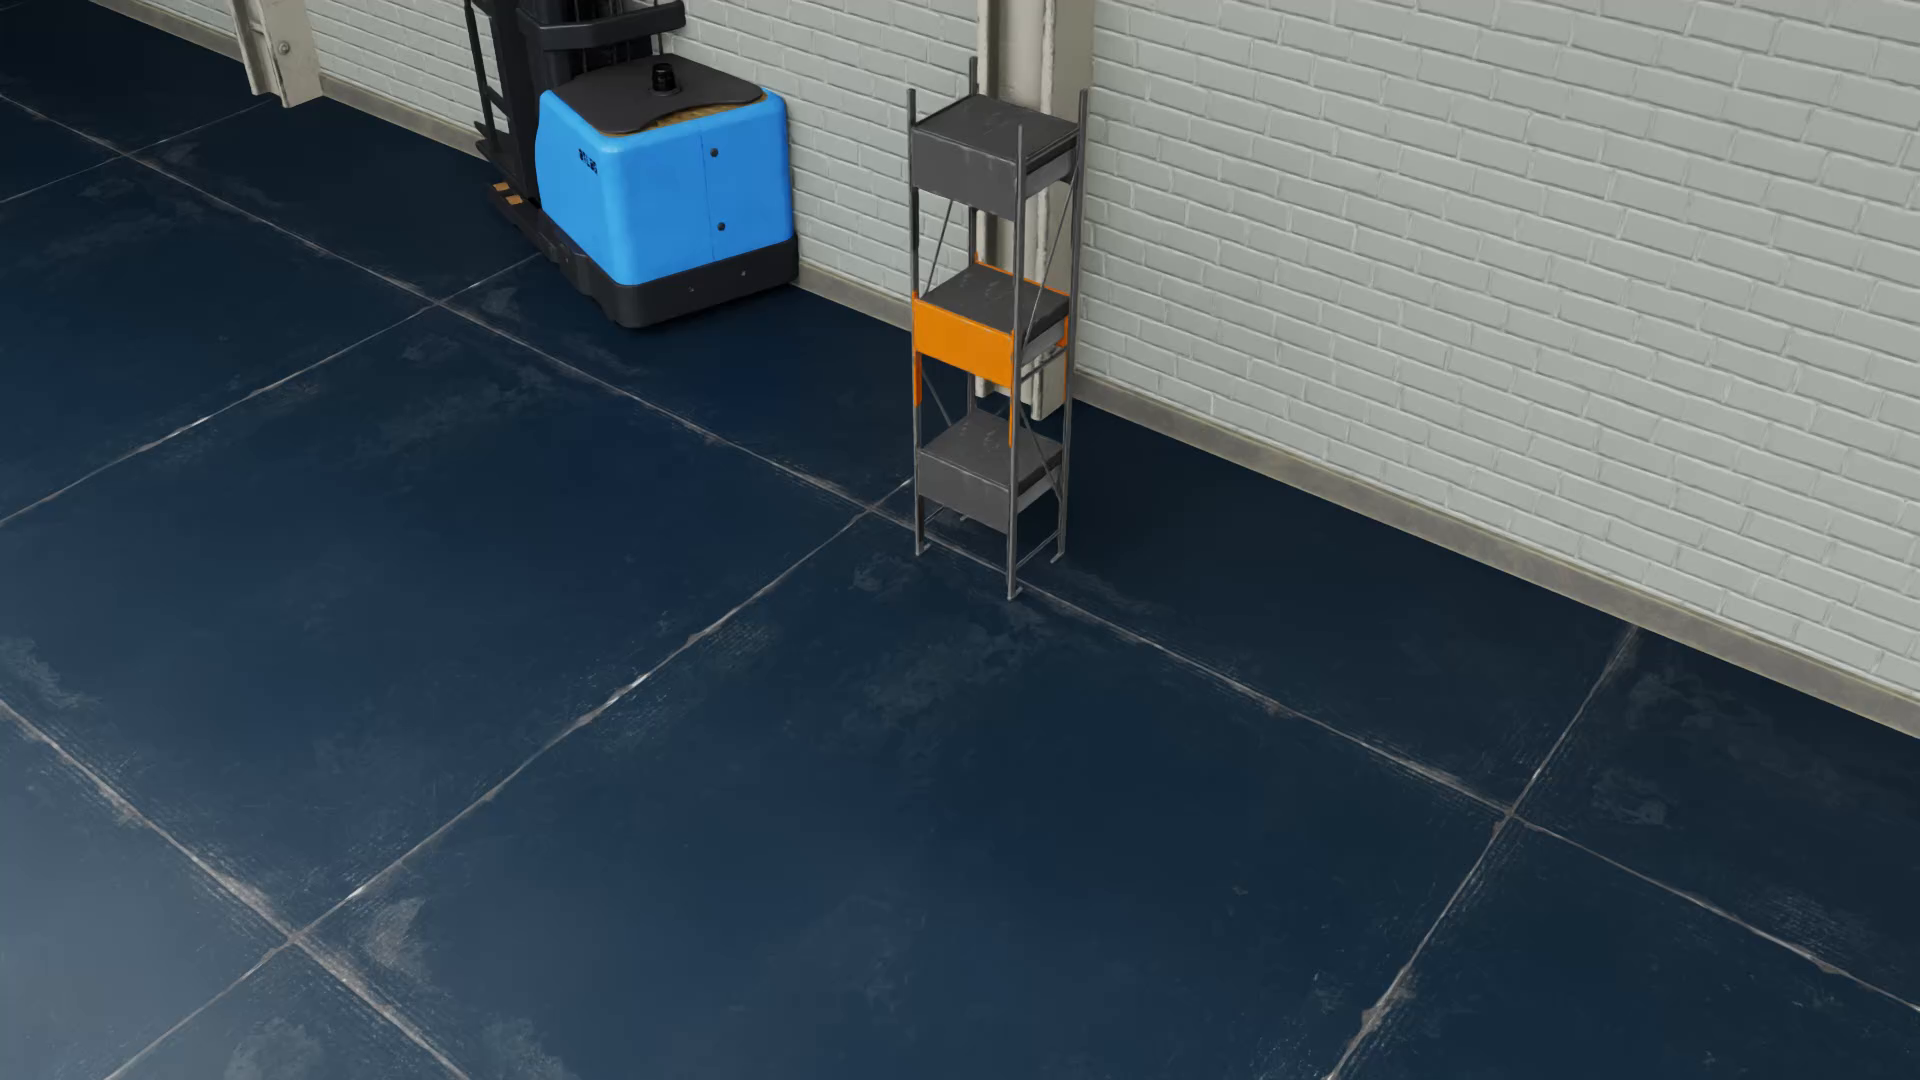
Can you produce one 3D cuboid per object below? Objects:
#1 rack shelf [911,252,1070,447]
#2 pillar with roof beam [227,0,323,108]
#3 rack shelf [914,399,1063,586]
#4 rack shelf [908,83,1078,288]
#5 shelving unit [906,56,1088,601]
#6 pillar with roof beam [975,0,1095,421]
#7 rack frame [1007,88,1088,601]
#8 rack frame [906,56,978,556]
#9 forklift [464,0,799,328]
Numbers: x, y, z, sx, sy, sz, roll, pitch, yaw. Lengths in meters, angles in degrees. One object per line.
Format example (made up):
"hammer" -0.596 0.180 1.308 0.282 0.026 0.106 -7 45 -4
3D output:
"rack shelf" 0.131 -0.754 6.532 0.480 0.518 0.431 25 45 29
"pillar with roof beam" -7.063 -4.399 5.569 0.400 9.000 9.100 25 45 29
"rack shelf" 0.131 -0.203 6.963 0.480 0.518 0.431 25 45 29
"rack shelf" 0.131 -1.305 6.100 0.480 0.518 0.431 25 45 29
"shelving unit" 0.131 -0.765 6.524 0.503 2.100 0.431 25 45 29
"pillar with roof beam" -2.298 -2.152 2.699 0.400 9.000 9.100 25 45 29
"rack frame" 0.325 -0.673 6.407 0.015 2.100 0.400 25 45 29
"rack frame" -0.062 -0.856 6.640 0.015 2.100 0.400 25 45 29
"forklift" -2.094 -3.115 8.851 1.130 2.935 3.031 -22 43 -26
